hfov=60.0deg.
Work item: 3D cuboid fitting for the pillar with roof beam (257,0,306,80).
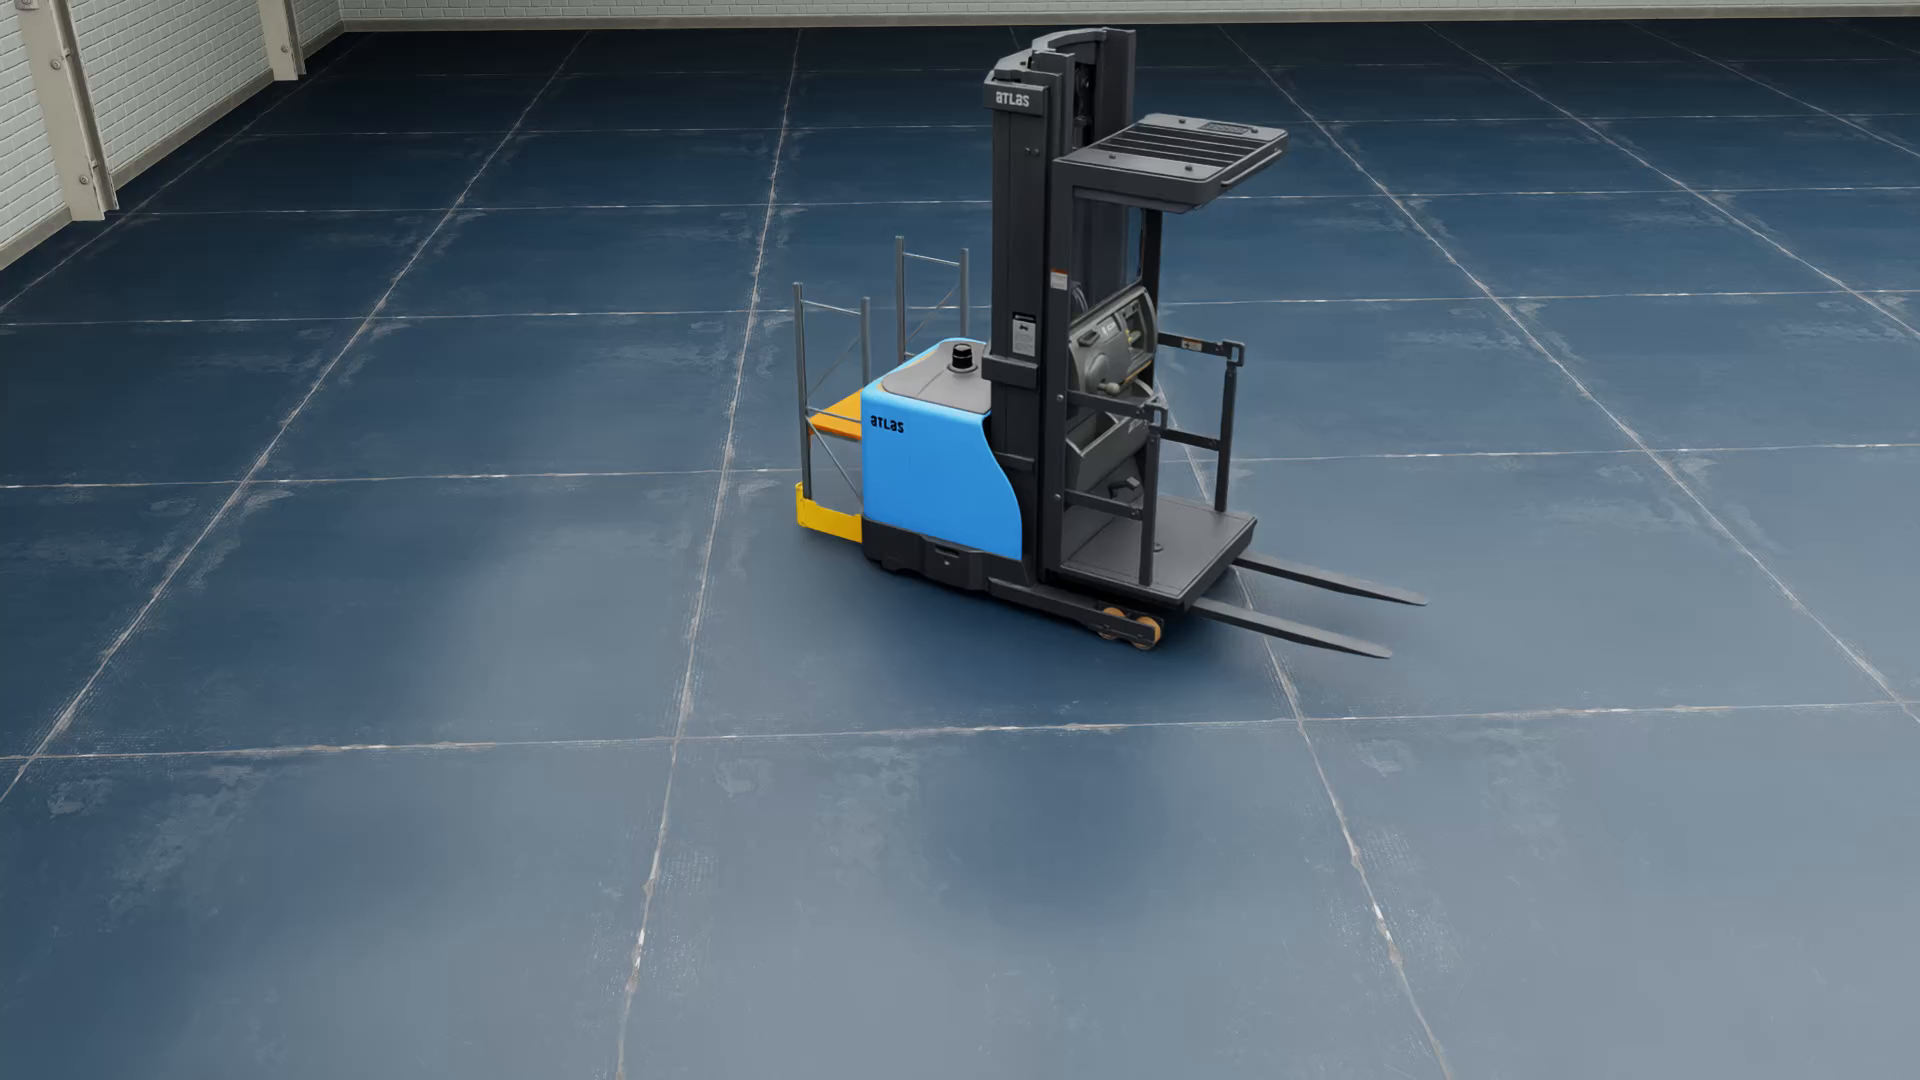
[{"bbox_3d":[-4.142,-9.922,19.043,9.100,9.000,0.400,-1,28,-3],"label":"pillar with roof beam"}]

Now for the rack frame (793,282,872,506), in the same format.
[{"bbox_3d":[-0.709,-0.706,9.481,0.500,1.500,0.032,16,32,28],"label":"rack frame"}]

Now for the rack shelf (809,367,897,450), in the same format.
[{"bbox_3d":[-0.439,-0.745,9.946,0.538,0.185,1.000,16,32,28],"label":"rack shelf"}]

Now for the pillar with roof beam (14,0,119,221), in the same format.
[{"bbox_3d":[-3.828,-7.151,13.730,9.100,9.000,0.400,-1,28,-3],"label":"pillar with roof beam"}]

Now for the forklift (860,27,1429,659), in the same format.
[{"bbox_3d":[0.973,-1.011,8.519,3.031,2.935,1.130,15,31,27],"label":"forklift"}]

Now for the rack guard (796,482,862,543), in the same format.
[{"bbox_3d":[-0.708,-0.152,9.771,0.587,0.250,0.087,16,32,28],"label":"rack guard"}]

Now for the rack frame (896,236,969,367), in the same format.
[{"bbox_3d":[-0.169,-1.104,10.244,0.500,1.500,0.032,16,32,28],"label":"rack frame"}]

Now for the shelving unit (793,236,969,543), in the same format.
[{"bbox_3d":[-0.444,-0.901,9.856,0.587,1.500,1.083,16,32,28],"label":"shelving unit"}]
